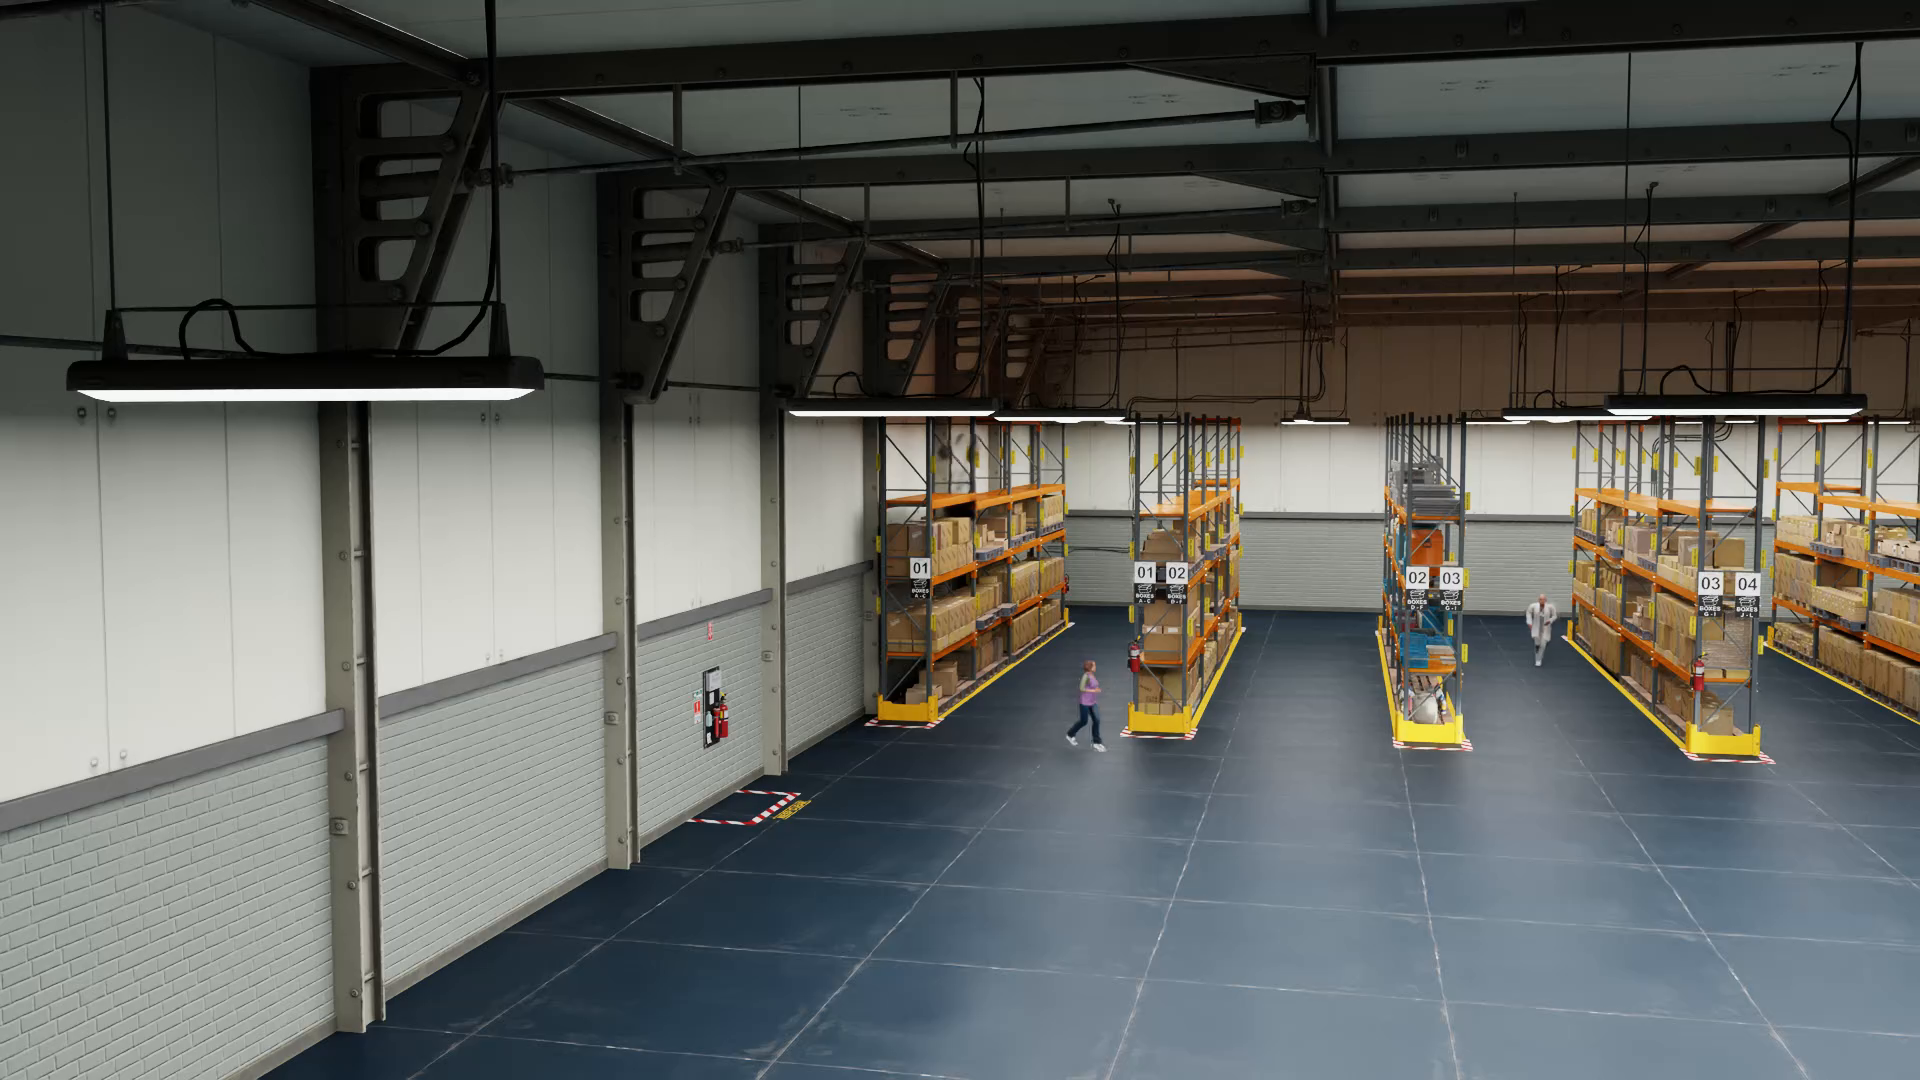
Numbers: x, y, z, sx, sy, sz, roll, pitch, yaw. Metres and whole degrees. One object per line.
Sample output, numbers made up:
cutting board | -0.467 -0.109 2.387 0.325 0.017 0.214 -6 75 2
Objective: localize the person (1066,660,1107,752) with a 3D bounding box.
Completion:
person | 2.227 2.926 29.487 0.816 1.619 0.522 3 5 33

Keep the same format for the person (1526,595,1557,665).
person | 13.976 2.161 39.964 0.684 1.715 0.695 1 4 15
